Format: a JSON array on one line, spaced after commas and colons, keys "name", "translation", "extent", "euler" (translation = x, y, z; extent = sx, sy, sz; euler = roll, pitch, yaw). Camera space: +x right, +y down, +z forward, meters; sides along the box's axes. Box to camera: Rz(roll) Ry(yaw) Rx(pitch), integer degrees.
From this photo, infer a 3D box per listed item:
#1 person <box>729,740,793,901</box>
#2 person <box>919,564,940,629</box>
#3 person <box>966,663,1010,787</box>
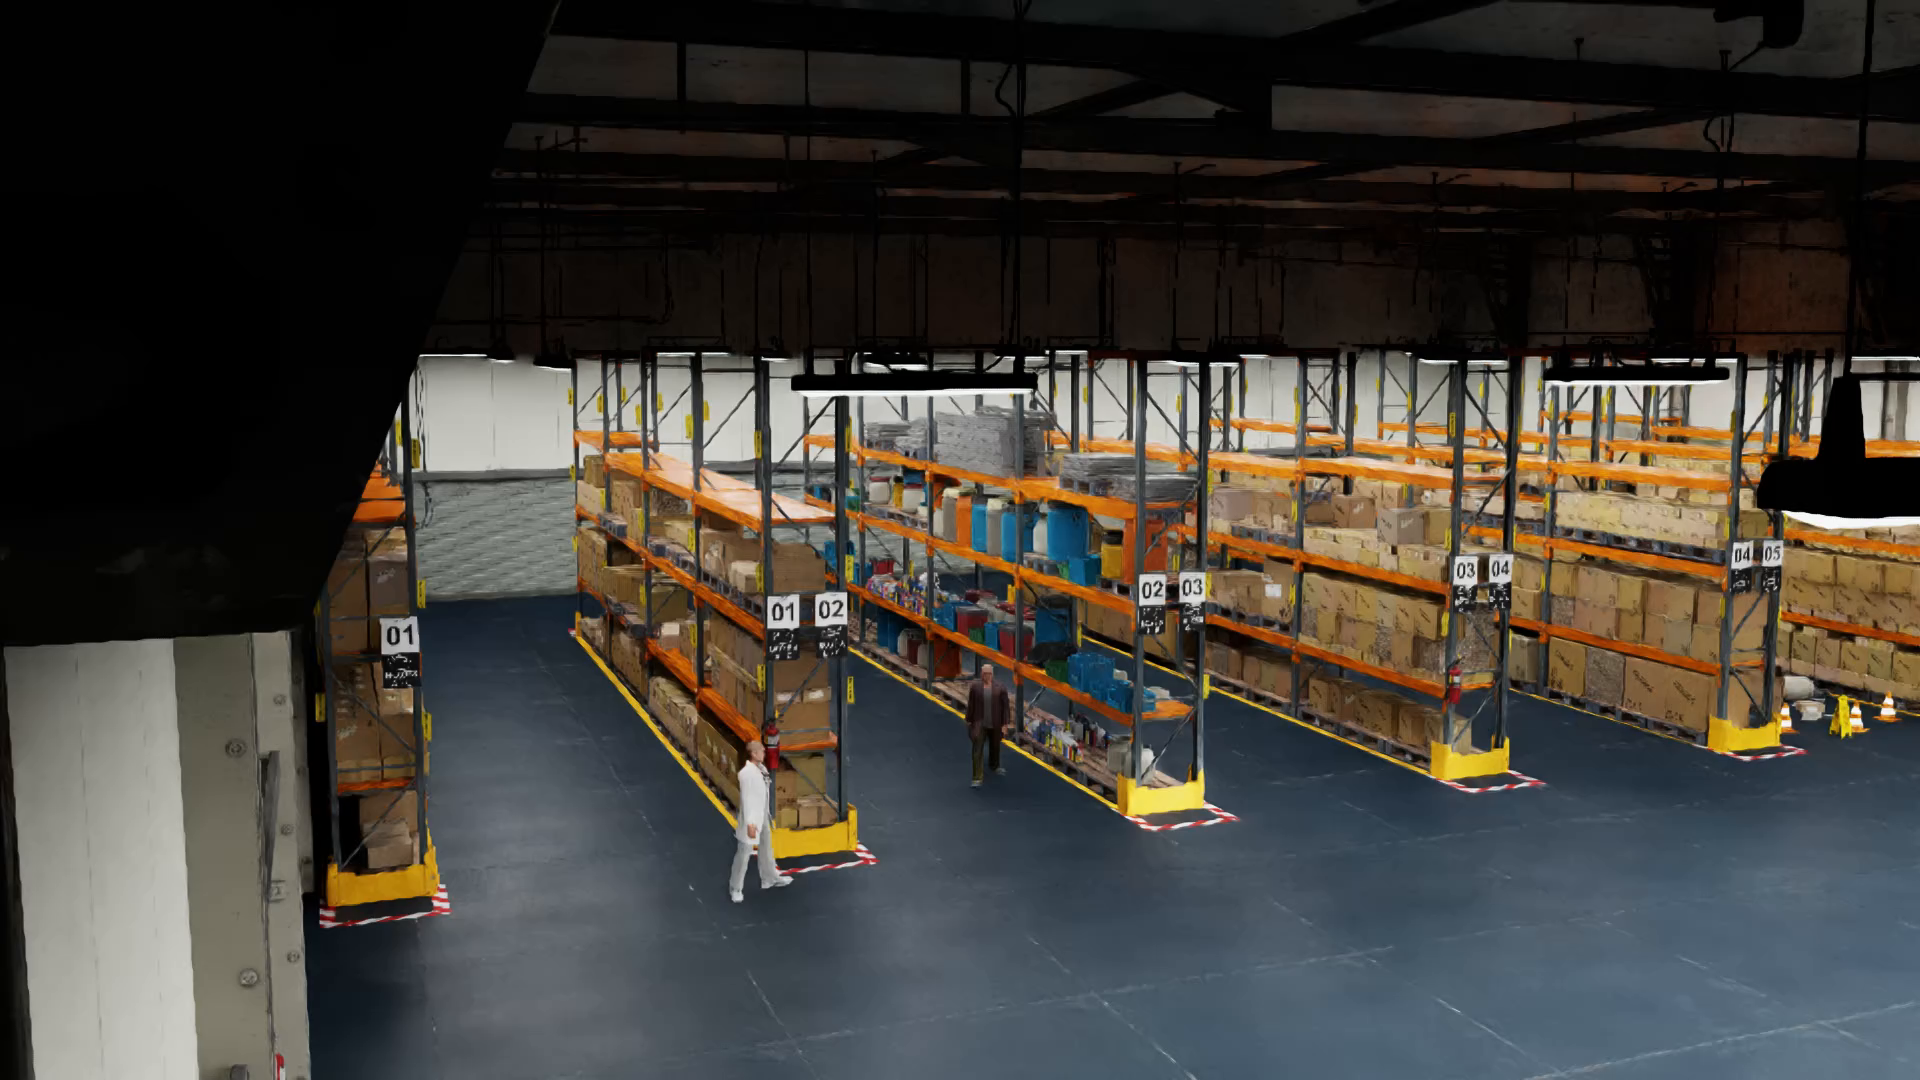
[{"name": "person", "translation": [-2.294, 3.116, 18.718], "extent": [0.576, 1.773, 0.775], "euler": [2, 7, 16]}, {"name": "person", "translation": [-0.641, 1.231, 34.642], "extent": [0.496, 1.576, 1.090], "euler": [-3, 8, -22]}, {"name": "person", "translation": [0.392, 2.574, 23.434], "extent": [0.630, 1.730, 1.046], "euler": [0, 7, 0]}]
